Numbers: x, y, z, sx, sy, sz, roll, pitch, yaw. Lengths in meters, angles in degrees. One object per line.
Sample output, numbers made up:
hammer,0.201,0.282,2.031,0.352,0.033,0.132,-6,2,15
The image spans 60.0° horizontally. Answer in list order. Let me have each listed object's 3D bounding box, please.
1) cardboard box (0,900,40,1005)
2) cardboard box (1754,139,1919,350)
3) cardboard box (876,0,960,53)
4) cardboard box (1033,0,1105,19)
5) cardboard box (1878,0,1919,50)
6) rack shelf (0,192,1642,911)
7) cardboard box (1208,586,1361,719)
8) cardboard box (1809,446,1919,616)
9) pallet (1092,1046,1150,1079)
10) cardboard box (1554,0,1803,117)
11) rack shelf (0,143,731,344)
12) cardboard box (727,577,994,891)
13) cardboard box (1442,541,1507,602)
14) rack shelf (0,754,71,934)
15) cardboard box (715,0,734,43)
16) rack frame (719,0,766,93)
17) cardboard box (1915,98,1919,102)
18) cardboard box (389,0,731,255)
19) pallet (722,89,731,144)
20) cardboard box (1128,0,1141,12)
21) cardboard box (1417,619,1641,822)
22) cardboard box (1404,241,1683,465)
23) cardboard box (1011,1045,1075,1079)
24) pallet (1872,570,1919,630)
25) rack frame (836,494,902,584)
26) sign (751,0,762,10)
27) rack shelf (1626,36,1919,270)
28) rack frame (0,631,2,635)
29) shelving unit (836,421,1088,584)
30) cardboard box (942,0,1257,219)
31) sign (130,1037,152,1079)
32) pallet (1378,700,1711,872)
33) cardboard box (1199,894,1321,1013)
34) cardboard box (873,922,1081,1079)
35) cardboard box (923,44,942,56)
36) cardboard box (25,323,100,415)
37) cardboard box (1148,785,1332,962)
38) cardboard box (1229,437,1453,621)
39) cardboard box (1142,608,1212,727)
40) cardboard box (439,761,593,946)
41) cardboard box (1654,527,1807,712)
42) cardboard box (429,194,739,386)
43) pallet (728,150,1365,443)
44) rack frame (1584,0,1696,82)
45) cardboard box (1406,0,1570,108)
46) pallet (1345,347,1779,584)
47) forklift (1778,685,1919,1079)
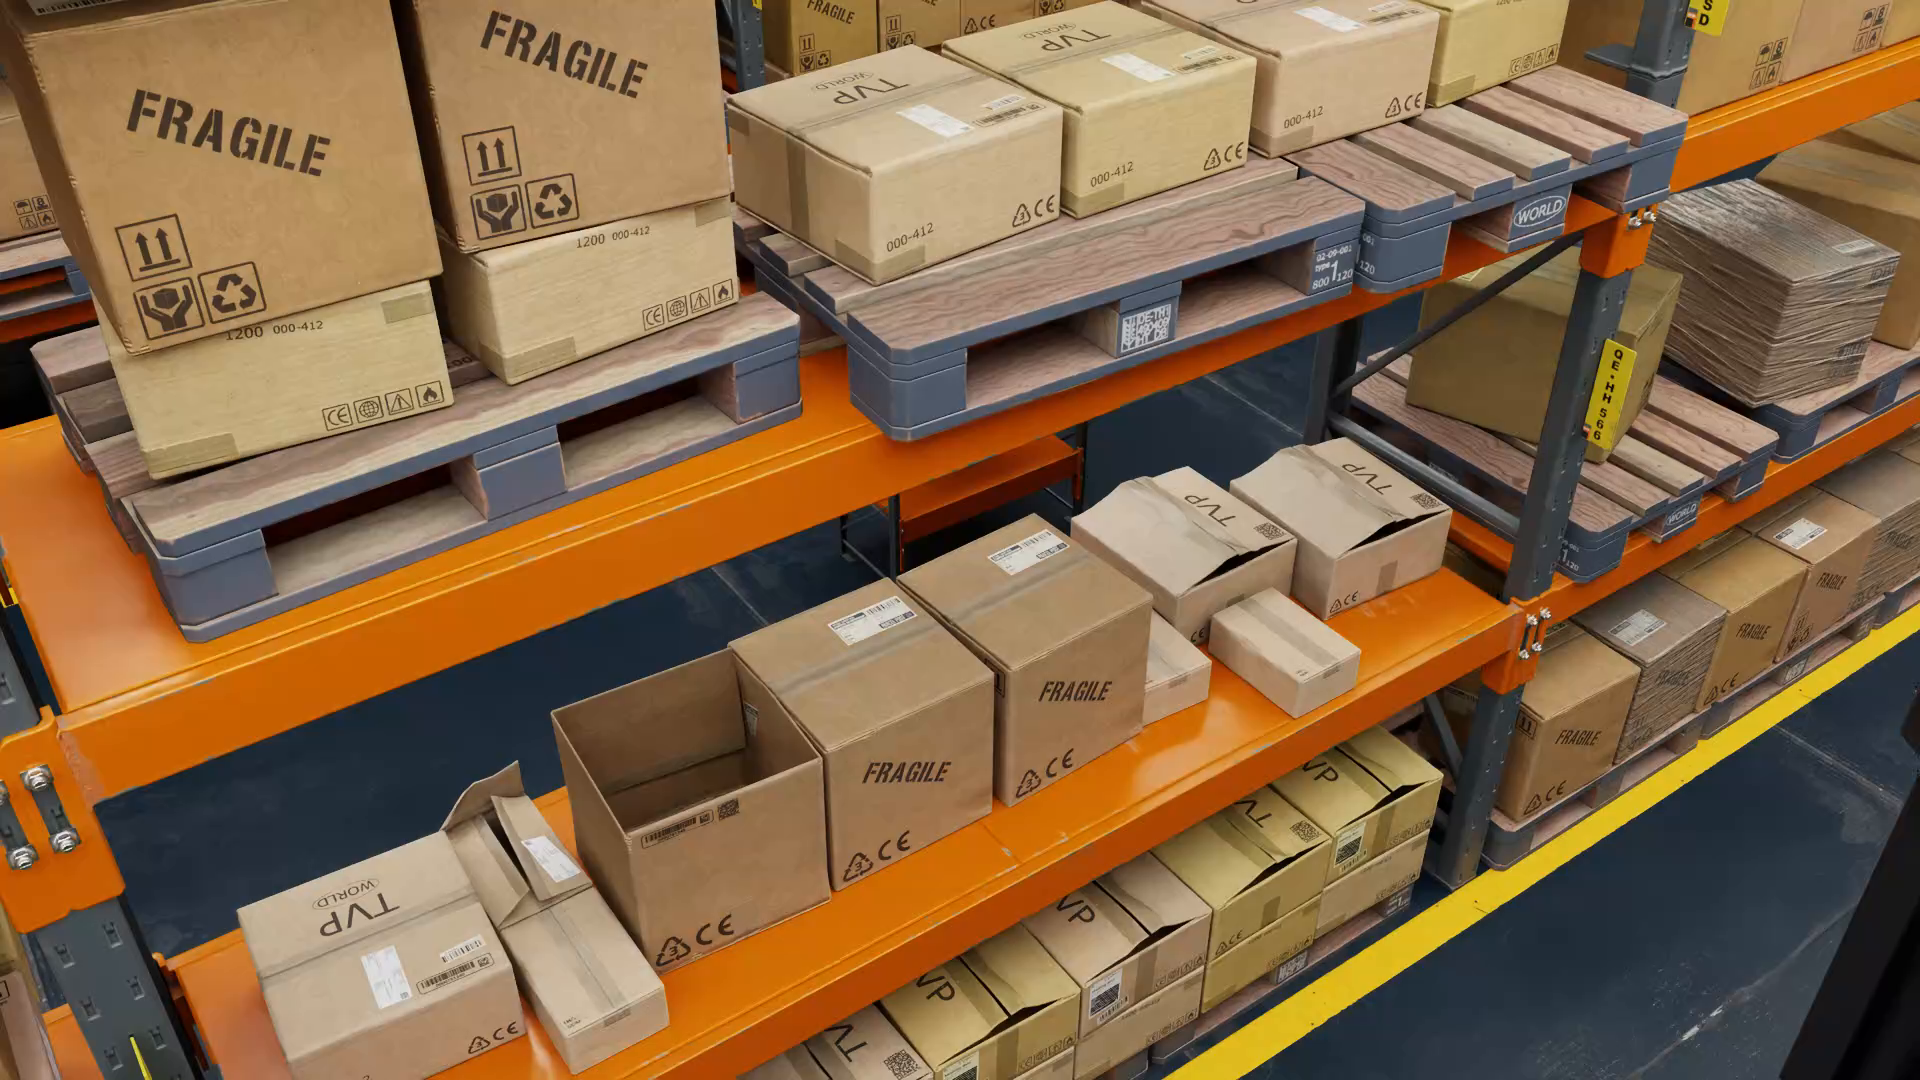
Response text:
cardboard box,-2.066,0.832,3.383,0.250,0.149,0.380,-22,41,-28
cardboard box,3.396,-1.140,6.321,0.700,0.500,0.500,26,43,32
cardboard box,-0.344,-2.953,8.929,0.500,0.500,0.500,-21,41,-26
cardboard box,0.484,-3.298,9.409,0.500,0.500,0.500,-21,41,-27
cardboard box,2.714,-1.975,5.272,0.500,0.500,0.910,-22,41,-28
rack shelf,-0.100,-0.460,3.868,4.000,0.370,1.077,-22,41,-28
cardboard box,0.959,0.329,4.938,0.250,0.149,0.380,-22,41,-28
cardboard box,3.747,-0.083,7.060,0.500,0.500,0.500,-22,41,-27
pallet,-0.157,1.591,5.357,1.213,0.211,1.003,-22,41,-28
cardboard box,1.872,-1.628,4.790,0.500,0.500,0.910,-22,41,-28
rack shelf,-2.956,-1.605,8.029,4.000,0.370,1.077,-22,41,-28
cardboard box,-0.257,0.501,4.398,0.500,0.500,0.500,-22,41,-28
cardboard box,2.164,0.202,6.664,0.500,0.500,0.500,-21,41,-26
rack shelf,-3.369,0.885,1.997,4.000,0.370,1.077,-22,41,-28
cardboard box,-1.087,-3.024,9.029,0.500,0.500,0.500,-22,41,-28
rack frame,-1.322,-2.570,8.755,0.127,3.000,1.000,-22,41,-28
cardboard box,4.289,-1.711,7.115,0.700,0.500,0.500,22,41,28
cardboard box,-0.756,-0.885,2.969,0.500,0.500,0.500,-18,40,-24
pallet,-1.843,-2.202,8.407,1.003,0.211,1.213,-22,41,-28
cardboard box,0.984,-3.244,9.889,0.250,0.149,0.380,-22,41,-28
cardboard box,2.072,0.612,6.094,0.500,0.500,0.500,-21,41,-26
cardboard box,1.985,-0.684,5.687,0.700,0.500,0.500,23,41,28
cardboard box,-0.005,1.549,5.022,0.500,0.250,0.500,-22,41,-27
pallet,4.162,-0.129,7.748,1.213,0.211,1.003,-22,41,-28
rack frame,-0.410,-0.288,7.187,0.032,1.125,0.500,-22,41,-28
sign,-1.001,-2.752,8.084,0.005,0.325,0.100,-22,41,-28
rack shelf,3.170,-1.806,5.739,4.000,0.370,1.077,-22,41,-28
rack frame,-1.735,-1.297,1.847,0.127,3.000,1.000,-22,41,-28
shelving unit,0.006,-0.459,7.425,1.048,1.125,0.538,-22,41,-28
cardboard box,0.304,-0.983,3.748,0.500,0.250,0.500,-23,42,-29
sign,-1.414,1.019,2.955,0.005,0.325,0.100,-22,41,-28
pallet,2.167,0.692,6.607,1.213,0.211,1.003,-22,41,-28
cardboard box,0.826,1.207,5.498,0.500,0.250,0.500,-23,42,-28
cardboard box,0.003,1.319,4.863,0.500,0.311,0.500,-21,41,-27
cardboard box,-0.308,-2.749,9.202,0.250,0.149,0.380,-23,42,-28
cardboard box,-3.999,-0.644,7.840,0.500,0.500,0.700,-21,41,-26
cardboard box,0.828,0.983,5.330,0.500,0.311,0.500,-23,42,-29
cardboard box,1.213,-0.069,5.354,0.500,0.311,0.500,-20,40,-25
cardboard box,0.525,0.351,4.909,0.250,0.149,0.380,-19,40,-25
cardboard box,-1.122,0.809,4.171,0.258,0.266,0.396,-23,42,-29
cardboard box,2.909,0.267,6.573,0.500,0.500,0.500,-23,42,-28
cardboard box,-0.778,-0.578,3.184,0.500,0.250,0.500,-27,44,-32
pallet,0.119,-0.700,3.747,1.213,0.211,1.003,-20,40,-26
rack frame,1.535,-2.643,3.717,0.127,3.000,1.000,-22,41,-28
cardboard box,1.197,-1.355,4.265,0.500,0.250,0.500,-26,43,-31
pallet,2.049,-0.391,5.889,1.003,0.211,1.213,-22,41,-28
forklift,2.410,1.287,3.450,3.031,2.935,1.130,-21,41,-26
